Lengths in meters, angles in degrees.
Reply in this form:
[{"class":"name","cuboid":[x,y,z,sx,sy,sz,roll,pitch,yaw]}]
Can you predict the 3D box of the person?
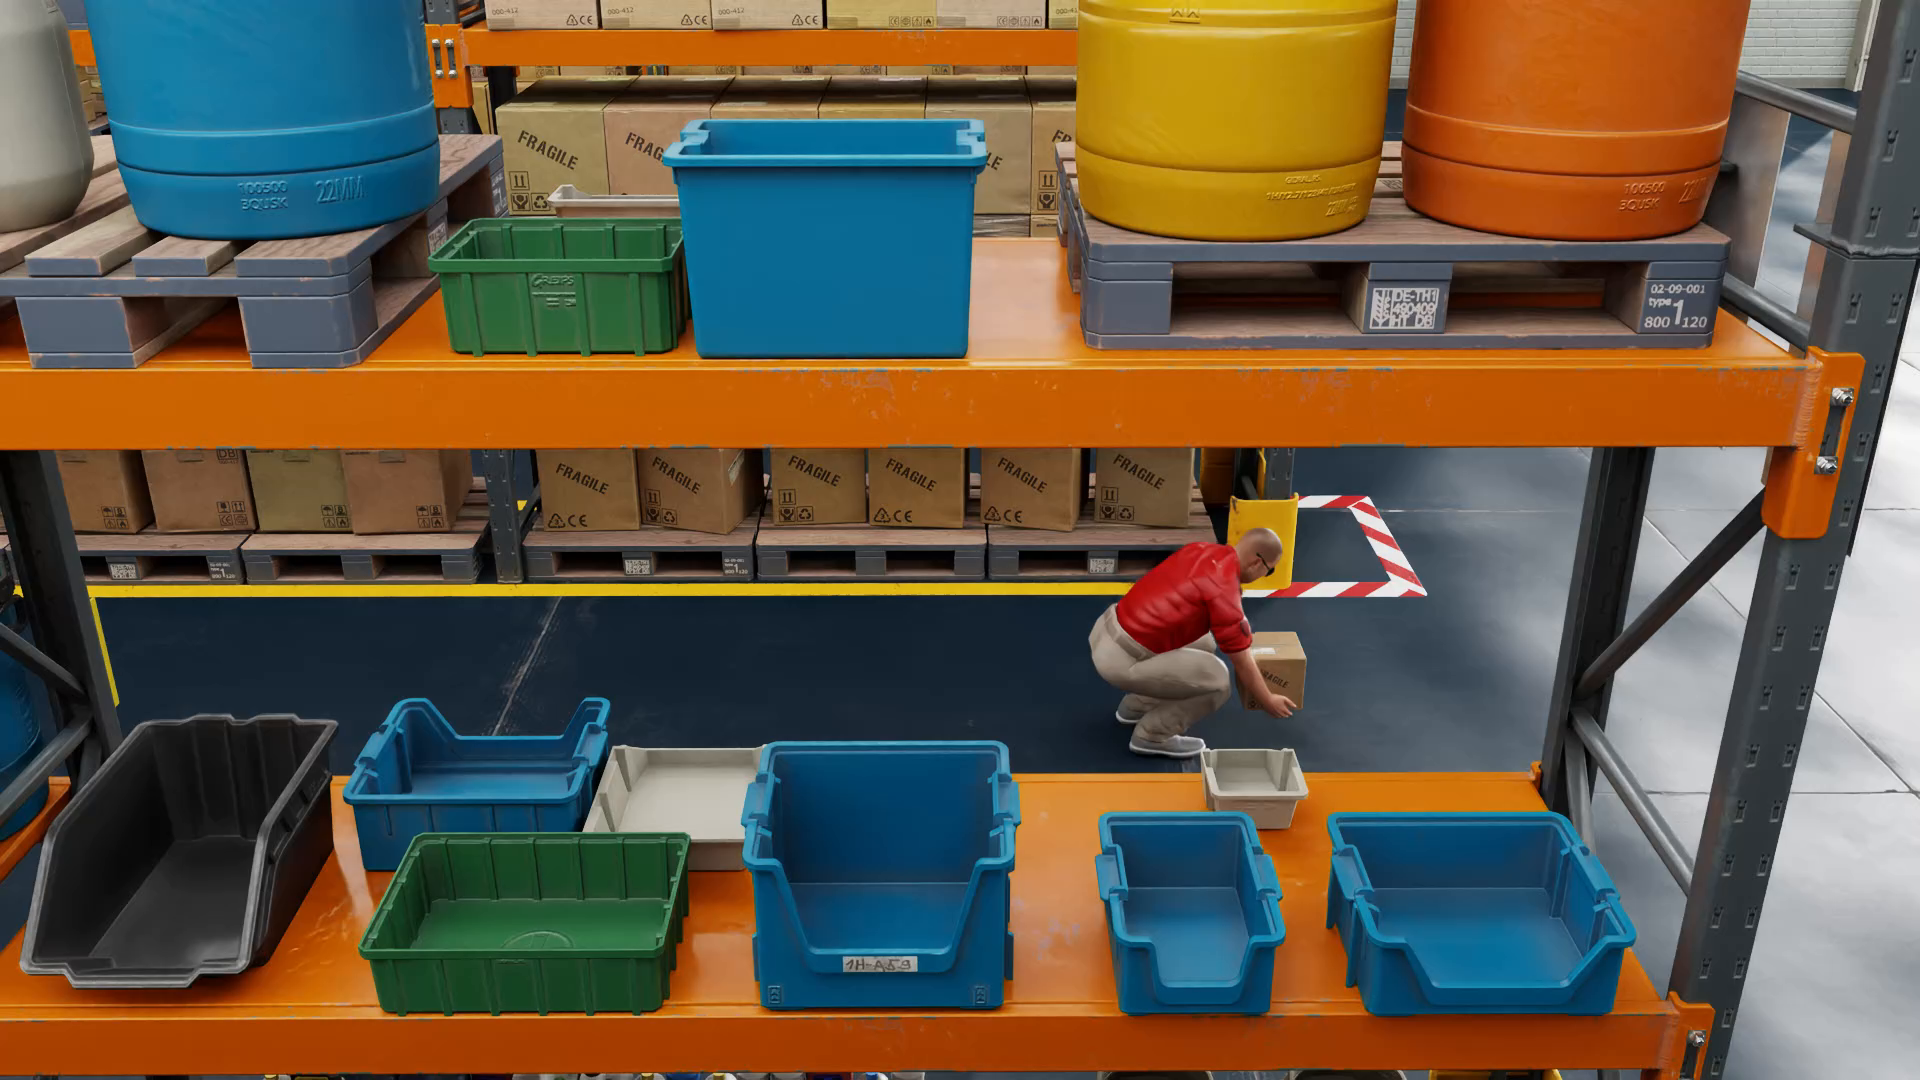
[{"class":"person","cuboid":[1.046,0.347,7.106,0.770,0.828,0.556,0,24,-1]}]
